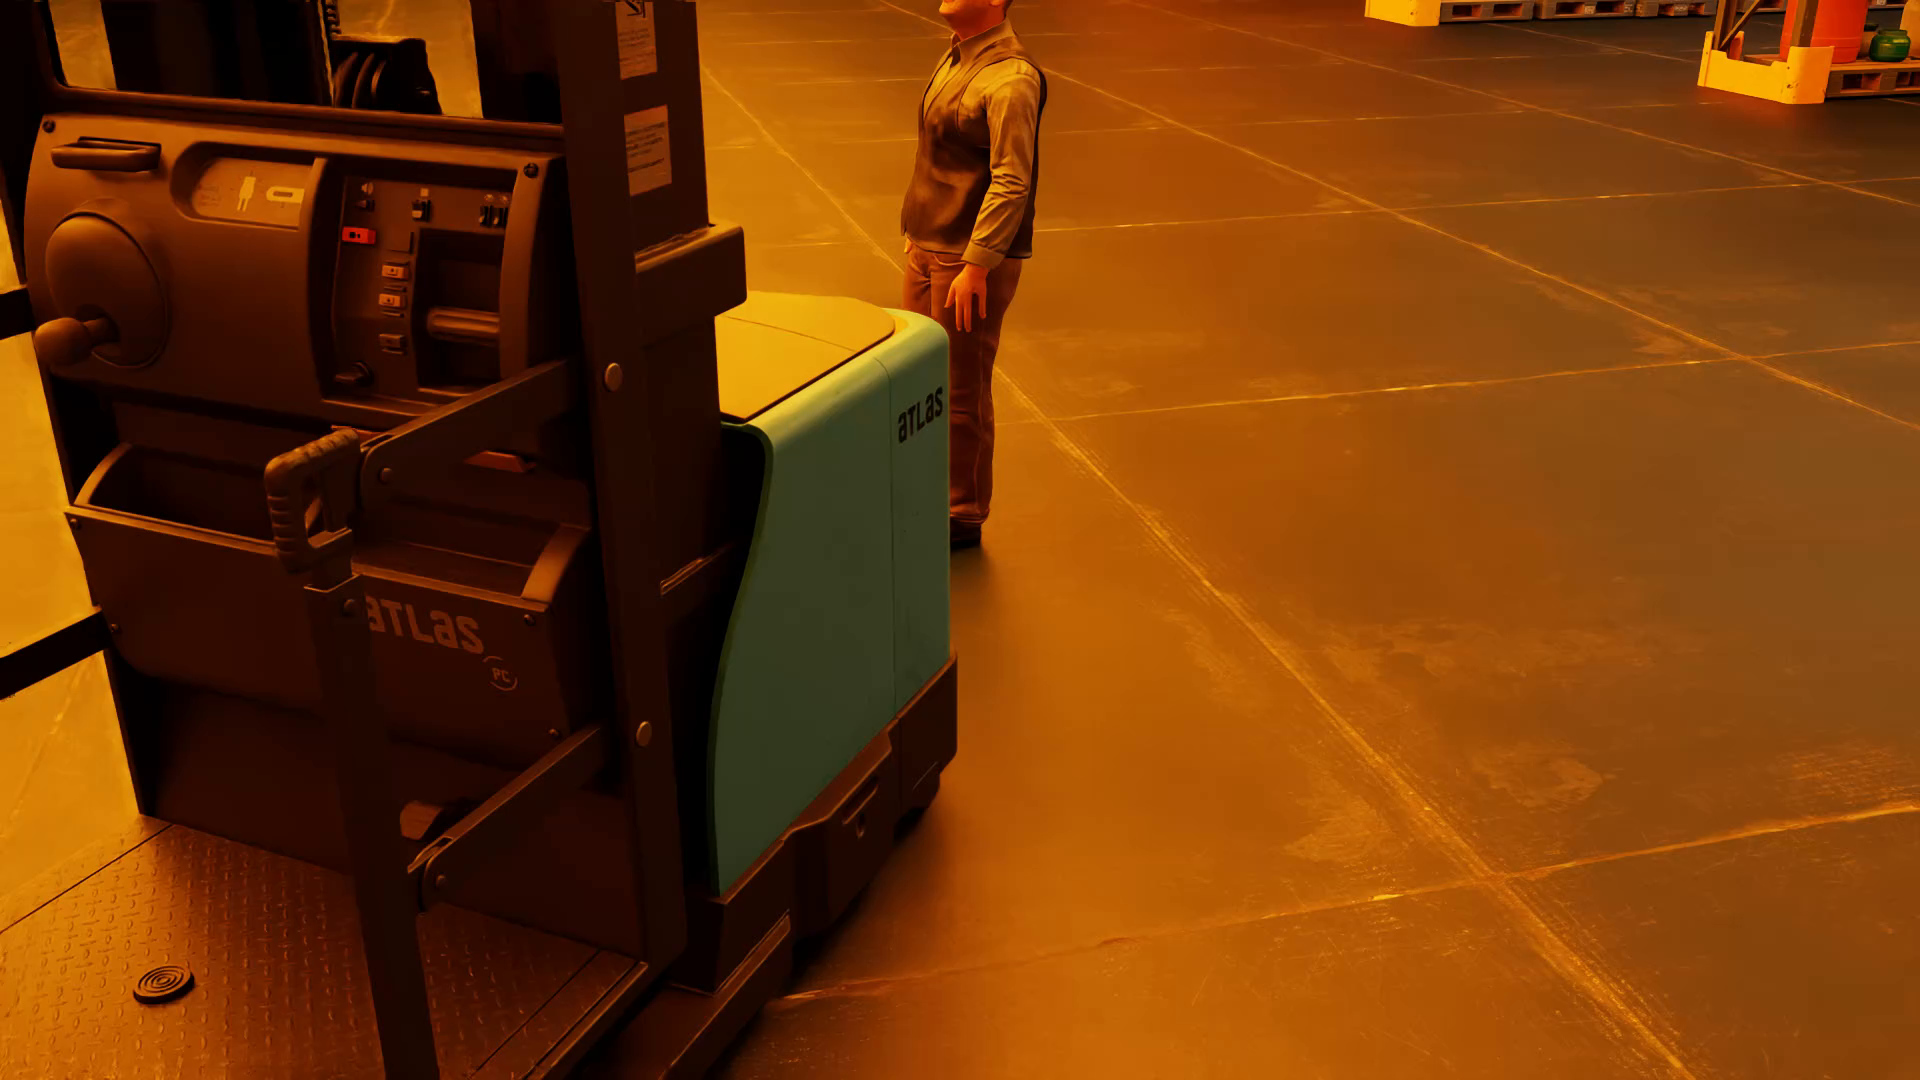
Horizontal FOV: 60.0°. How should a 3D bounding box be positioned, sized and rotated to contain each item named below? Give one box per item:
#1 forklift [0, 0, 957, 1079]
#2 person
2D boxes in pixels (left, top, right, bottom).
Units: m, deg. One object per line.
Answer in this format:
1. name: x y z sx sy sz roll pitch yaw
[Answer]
1. forklift: -1.058 -0.371 2.182 1.130 2.935 3.031 10 25 22
2. person: -0.062 -0.795 4.705 0.568 1.720 0.632 -6 24 -14
